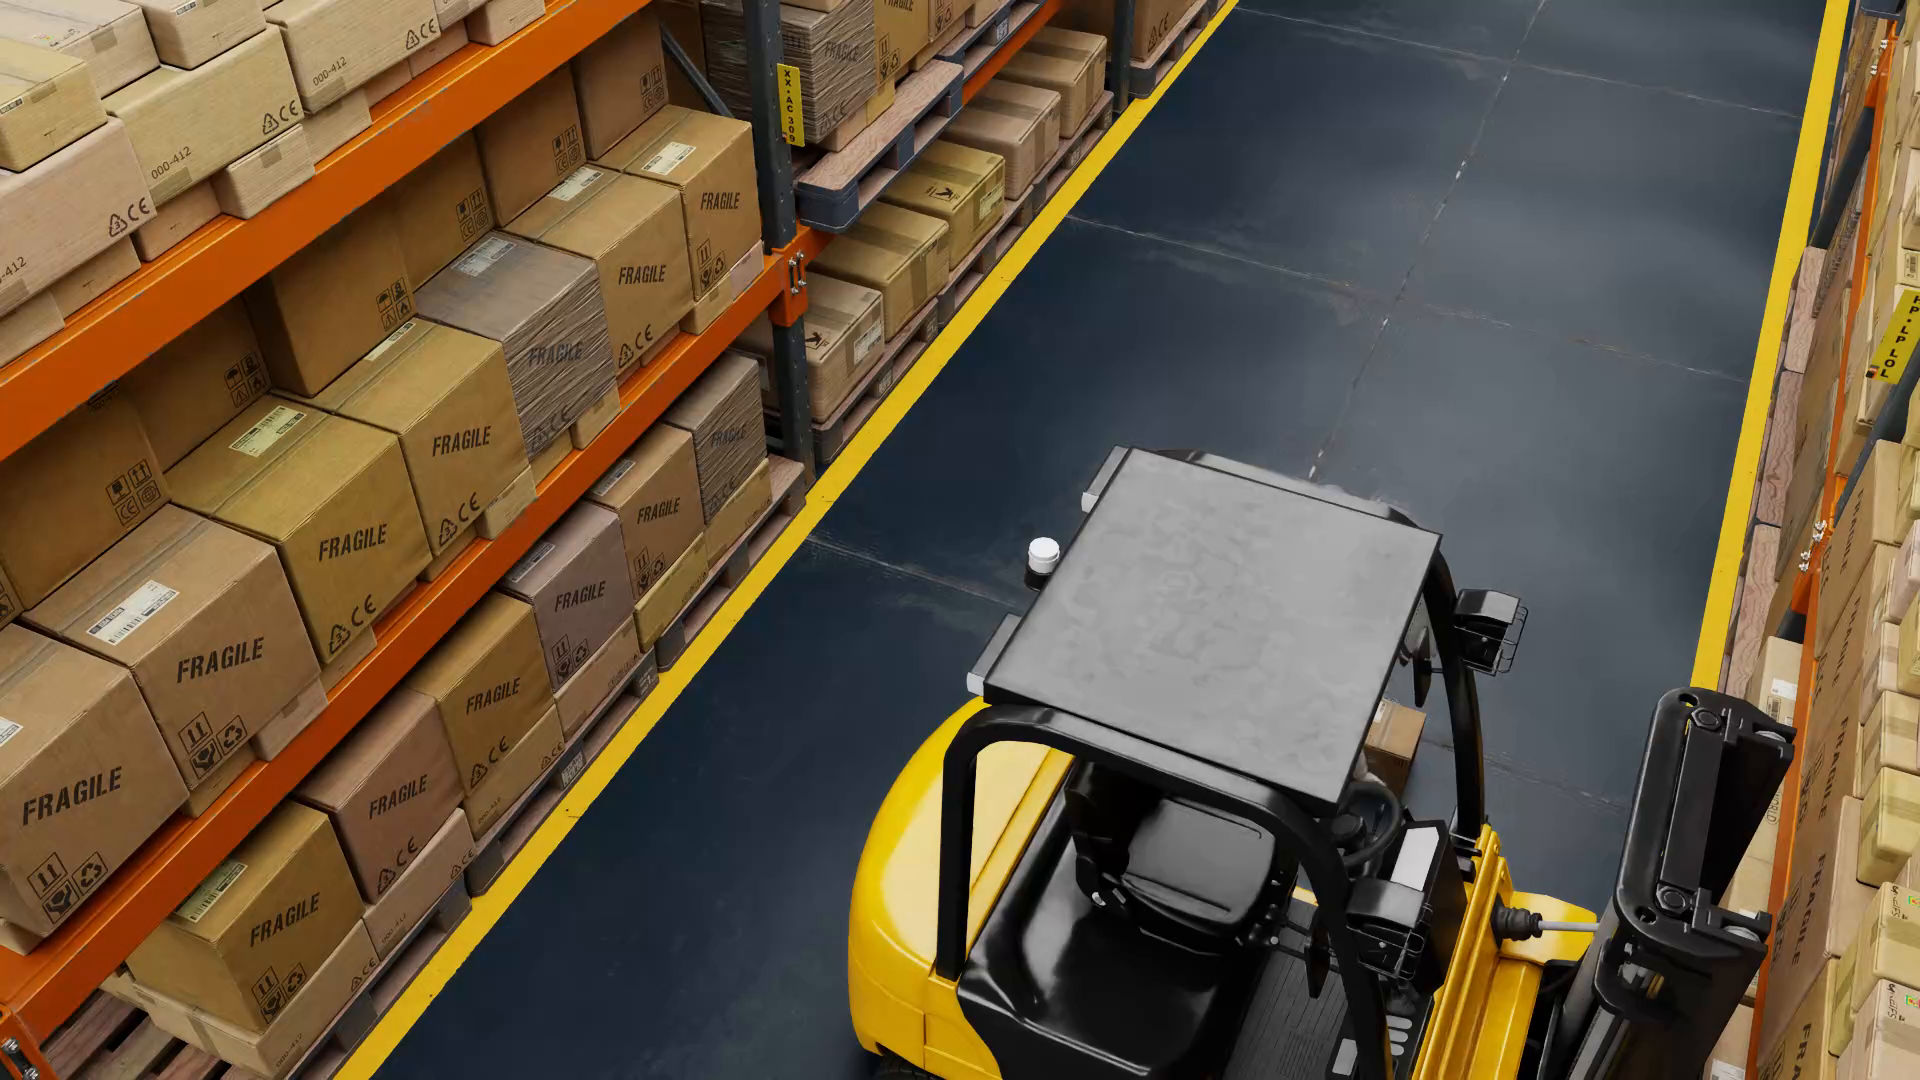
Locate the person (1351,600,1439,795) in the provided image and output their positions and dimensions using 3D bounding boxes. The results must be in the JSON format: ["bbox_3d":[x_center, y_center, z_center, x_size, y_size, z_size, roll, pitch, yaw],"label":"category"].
[{"bbox_3d":[1.312,0.496,6.251,0.864,0.848,0.478,18,45,18],"label":"person"}]
